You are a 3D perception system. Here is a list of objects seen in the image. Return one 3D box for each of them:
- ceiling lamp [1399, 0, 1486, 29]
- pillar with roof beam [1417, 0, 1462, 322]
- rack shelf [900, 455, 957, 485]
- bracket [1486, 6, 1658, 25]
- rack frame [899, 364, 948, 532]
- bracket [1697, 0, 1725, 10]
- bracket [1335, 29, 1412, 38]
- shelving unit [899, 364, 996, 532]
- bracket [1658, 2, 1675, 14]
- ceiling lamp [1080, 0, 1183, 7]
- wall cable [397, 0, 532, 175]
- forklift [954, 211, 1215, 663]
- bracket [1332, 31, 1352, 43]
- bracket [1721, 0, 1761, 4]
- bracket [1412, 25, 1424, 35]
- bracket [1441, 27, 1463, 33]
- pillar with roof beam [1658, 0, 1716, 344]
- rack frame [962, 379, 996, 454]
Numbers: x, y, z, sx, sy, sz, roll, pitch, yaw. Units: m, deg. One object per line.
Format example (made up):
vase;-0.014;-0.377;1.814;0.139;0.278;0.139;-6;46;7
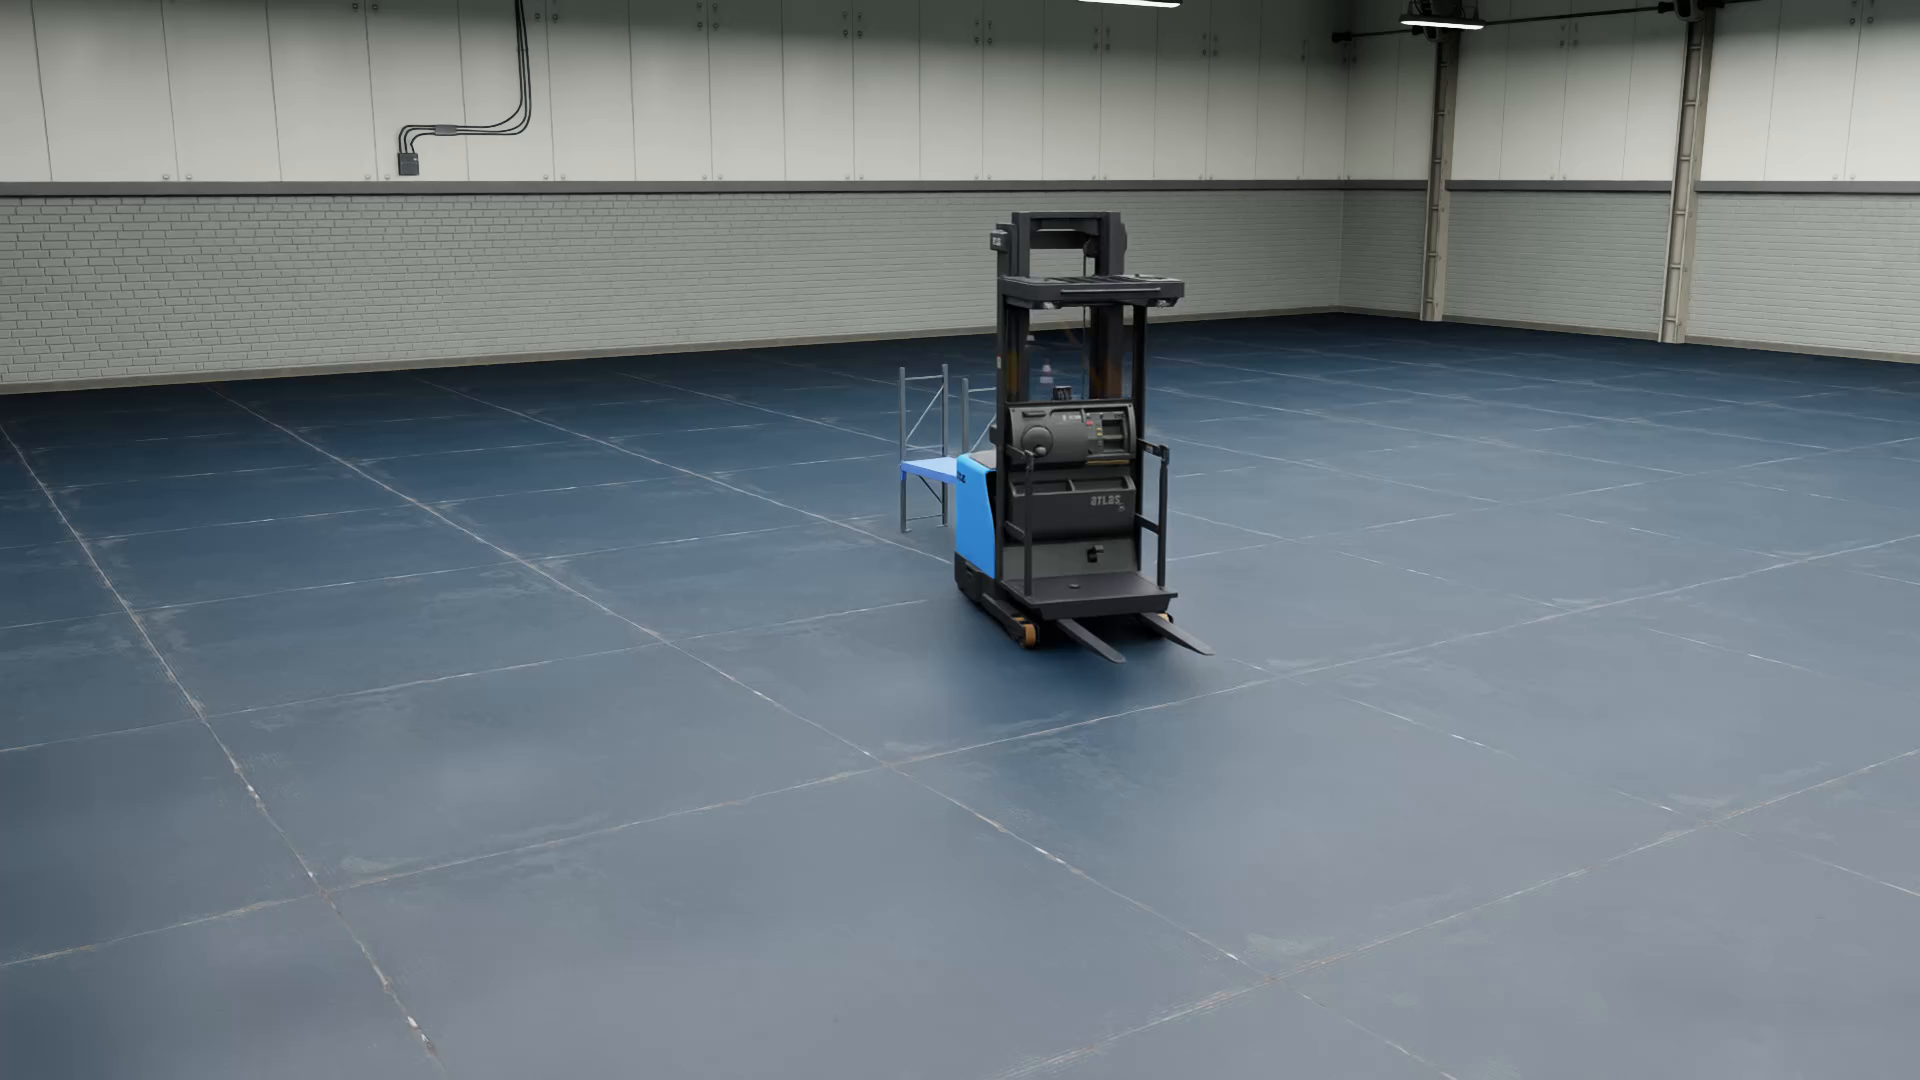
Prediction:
ceiling lamp;8.617;-10.910;30.022;2.000;3.185;0.800;-8;15;-33
pillar with roof beam;7.022;-8.823;34.143;9.100;9.000;0.548;-8;15;-33
rack shelf;-0.047;-0.572;14.809;0.538;0.185;1.000;-8;15;-33
bracket;11.968;-10.517;33.464;0.076;0.066;4.783;-8;15;-33
rack frame;-0.329;-0.838;15.184;0.500;1.500;0.032;-8;15;-33
bracket;13.865;-9.908;30.679;0.235;0.232;0.430;-8;15;-33
bracket;9.095;-11.439;37.681;0.076;0.066;3.189;-8;15;-33
shelving unit;-0.047;-0.748;14.771;0.538;1.500;1.048;-8;15;-33
bracket;13.405;-10.056;31.354;0.235;0.232;0.430;-8;15;-33
ceiling lamp;2.507;-10.041;26.049;2.000;3.185;0.800;-8;15;-33
wall cable;-8.237;-9.067;27.297;2.305;6.003;0.169;-8;15;-33
forklift;0.864;-0.783;11.584;1.130;2.935;3.031;-4;13;-16
bracket;8.767;-11.544;38.161;0.235;0.232;0.430;-8;15;-33
bracket;15.292;-9.450;28.584;0.076;0.066;4.783;-8;15;-33
bracket;10.080;-11.123;36.234;0.235;0.232;0.430;-8;15;-33
bracket;10.540;-10.975;35.559;0.235;0.232;0.430;-8;15;-33
pillar with roof beam;10.346;-7.756;29.264;9.100;9.000;0.548;-8;15;-33
rack frame;0.234;-0.657;14.357;0.500;1.500;0.032;-8;15;-33
